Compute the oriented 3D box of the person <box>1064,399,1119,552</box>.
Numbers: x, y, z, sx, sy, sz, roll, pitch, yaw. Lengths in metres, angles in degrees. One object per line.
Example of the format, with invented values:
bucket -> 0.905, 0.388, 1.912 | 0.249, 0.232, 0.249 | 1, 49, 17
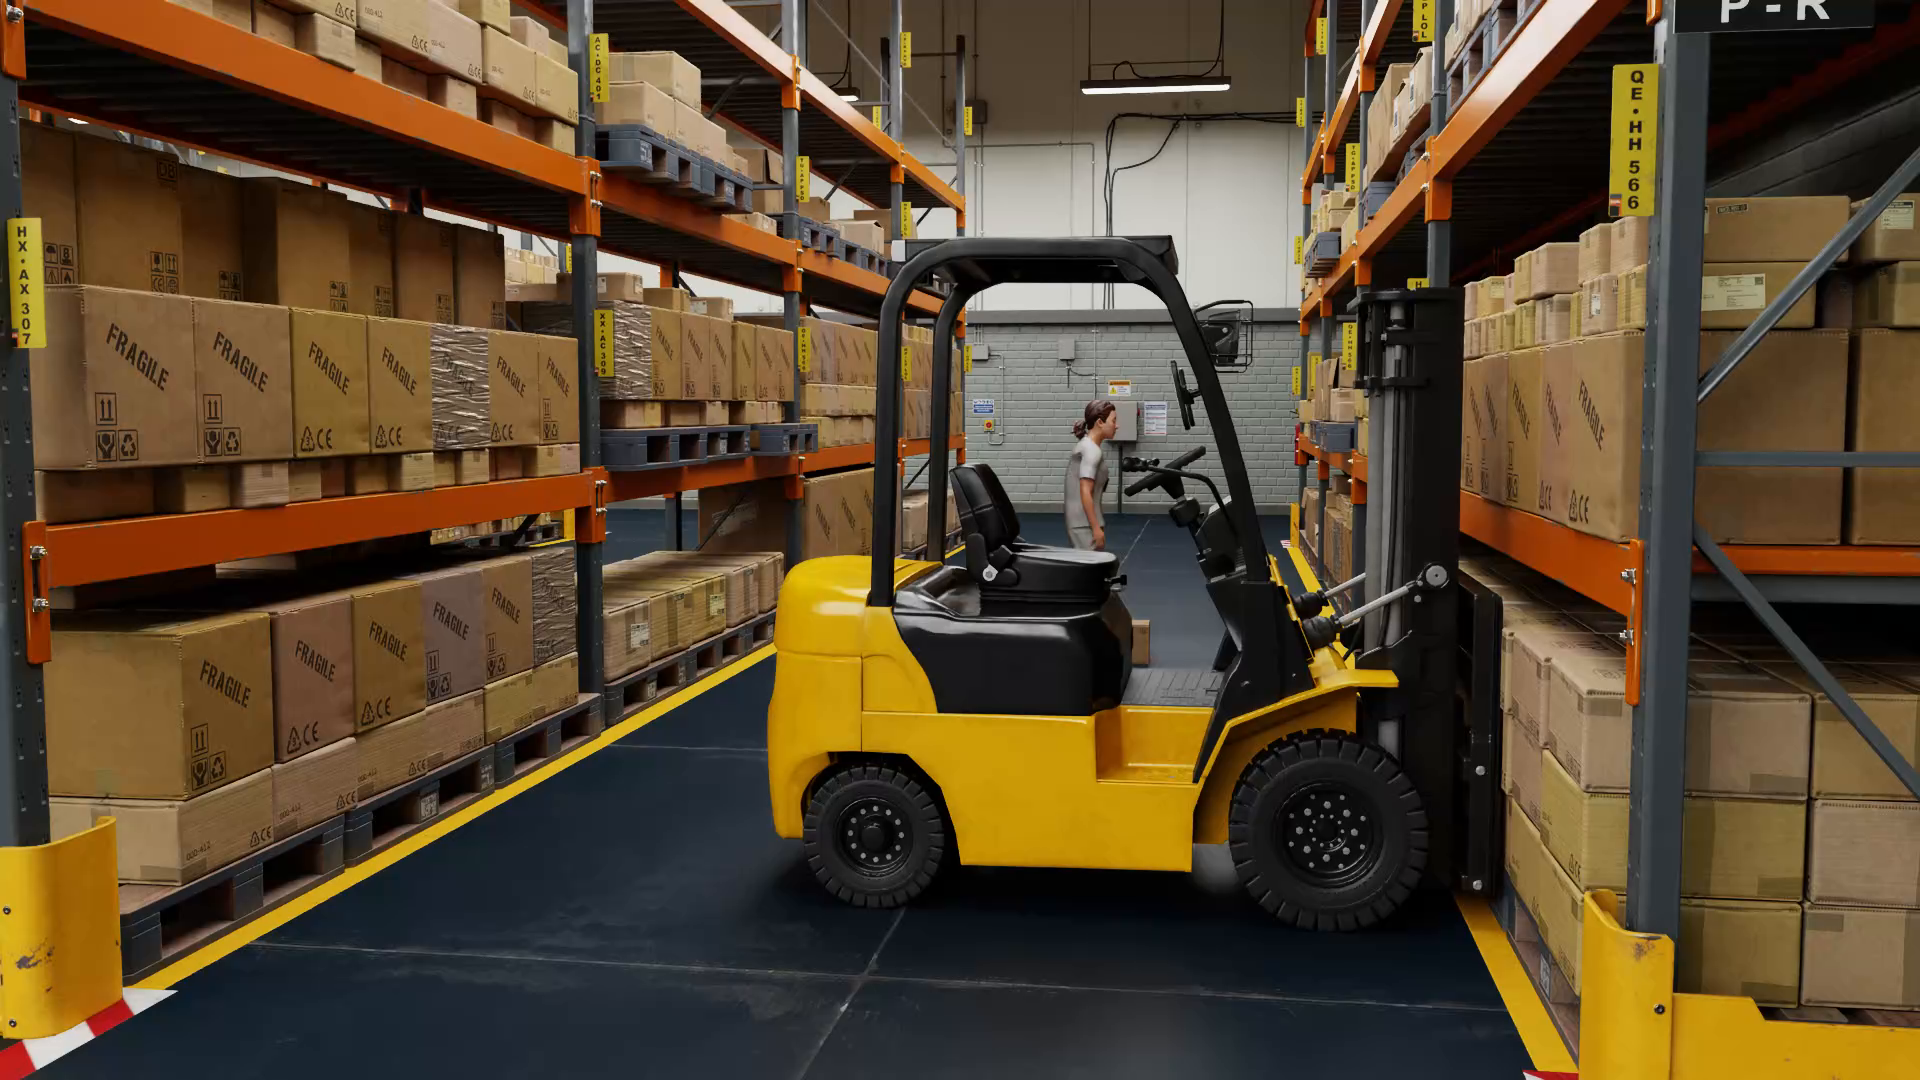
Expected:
person -> 0.844, -0.061, 10.630 | 0.356, 1.673, 0.512 | 0, 5, 6
